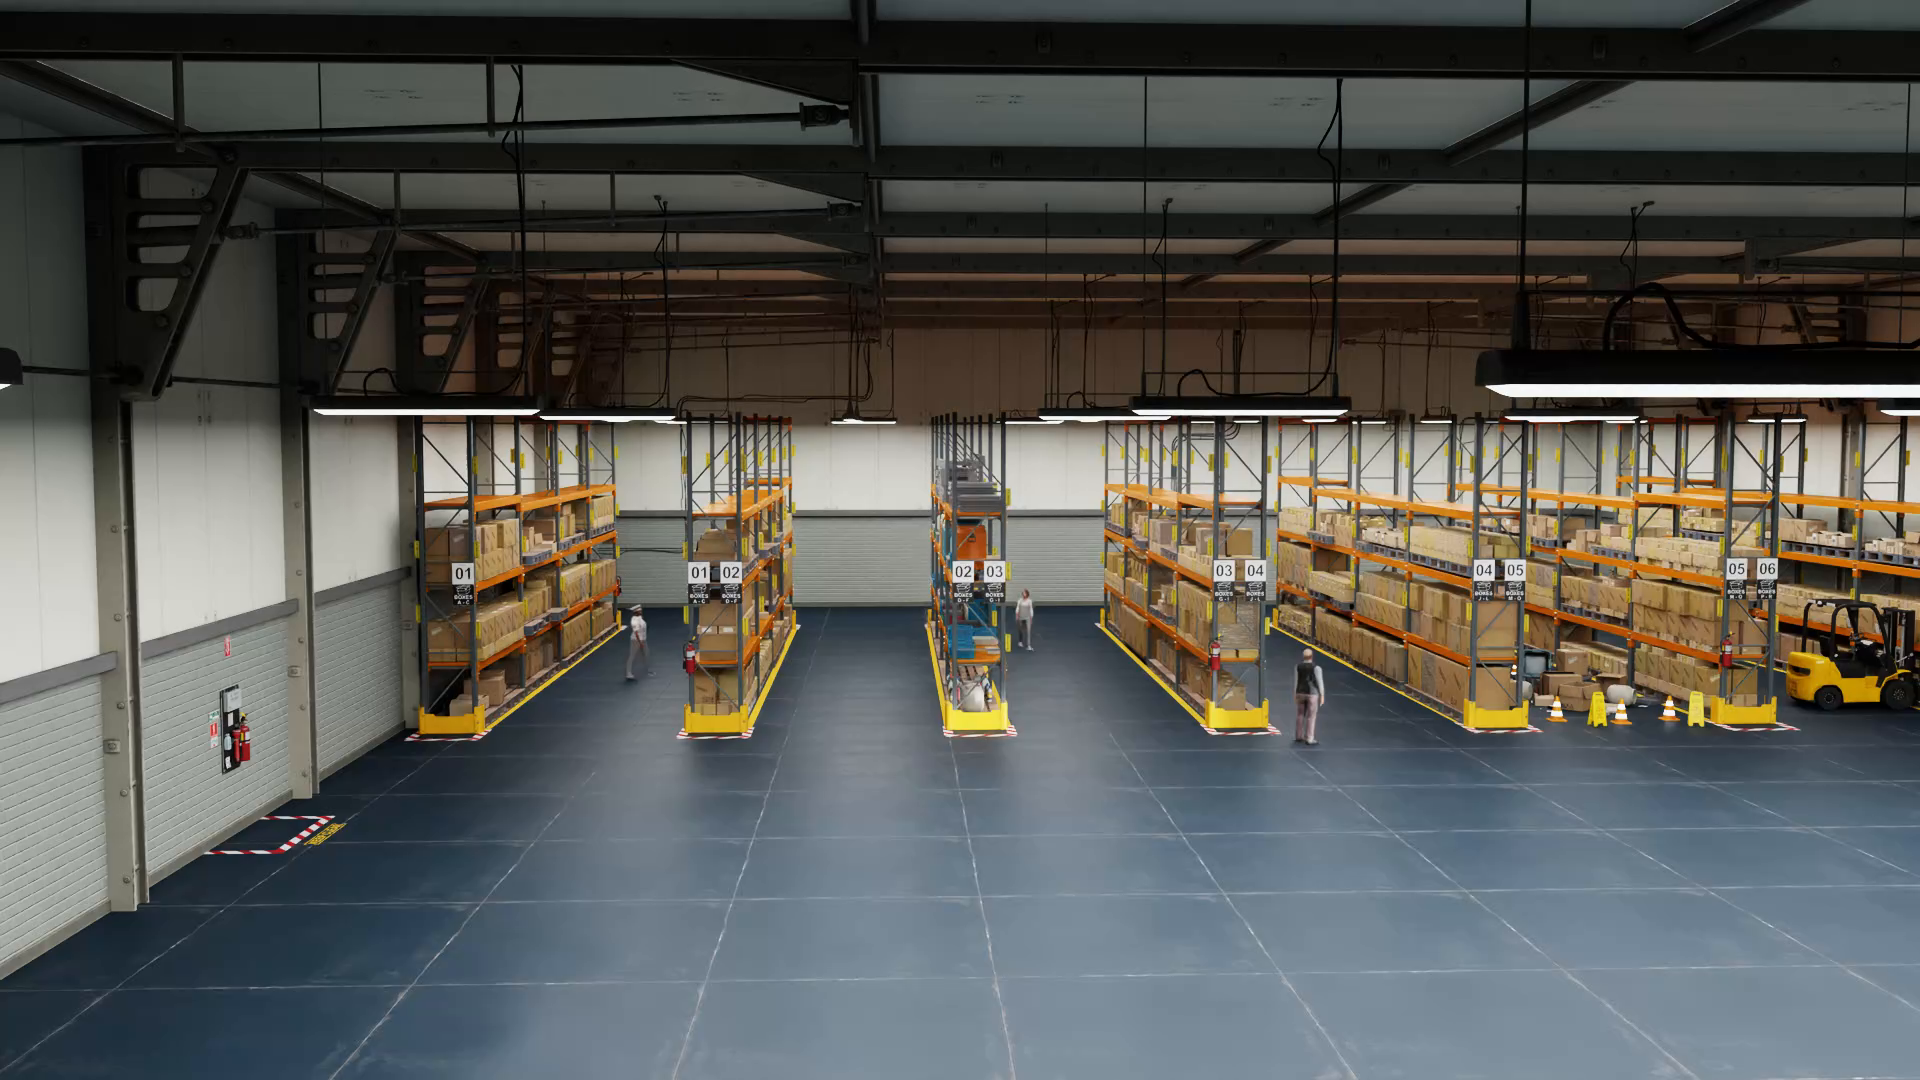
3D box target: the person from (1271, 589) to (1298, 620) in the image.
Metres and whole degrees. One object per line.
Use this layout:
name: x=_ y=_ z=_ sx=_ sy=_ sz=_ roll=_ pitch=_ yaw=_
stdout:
person: x=9.676 y=1.514 z=48.960 sx=0.991 sy=1.737 sz=0.653 roll=-1 pitch=4 yaw=-8

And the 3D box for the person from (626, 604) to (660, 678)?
person: x=-7.286 y=2.306 z=38.001 sx=0.608 sy=1.684 sz=0.646 roll=1 pitch=4 yaw=20

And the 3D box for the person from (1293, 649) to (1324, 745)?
person: x=6.328 y=2.839 z=30.048 sx=0.588 sy=1.763 sz=0.430 roll=3 pitch=5 yaw=40

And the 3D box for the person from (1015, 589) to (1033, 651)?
person: x=1.644 y=2.041 z=42.716 sx=0.501 sy=1.534 sz=0.906 roll=0 pitch=4 yaw=-7
